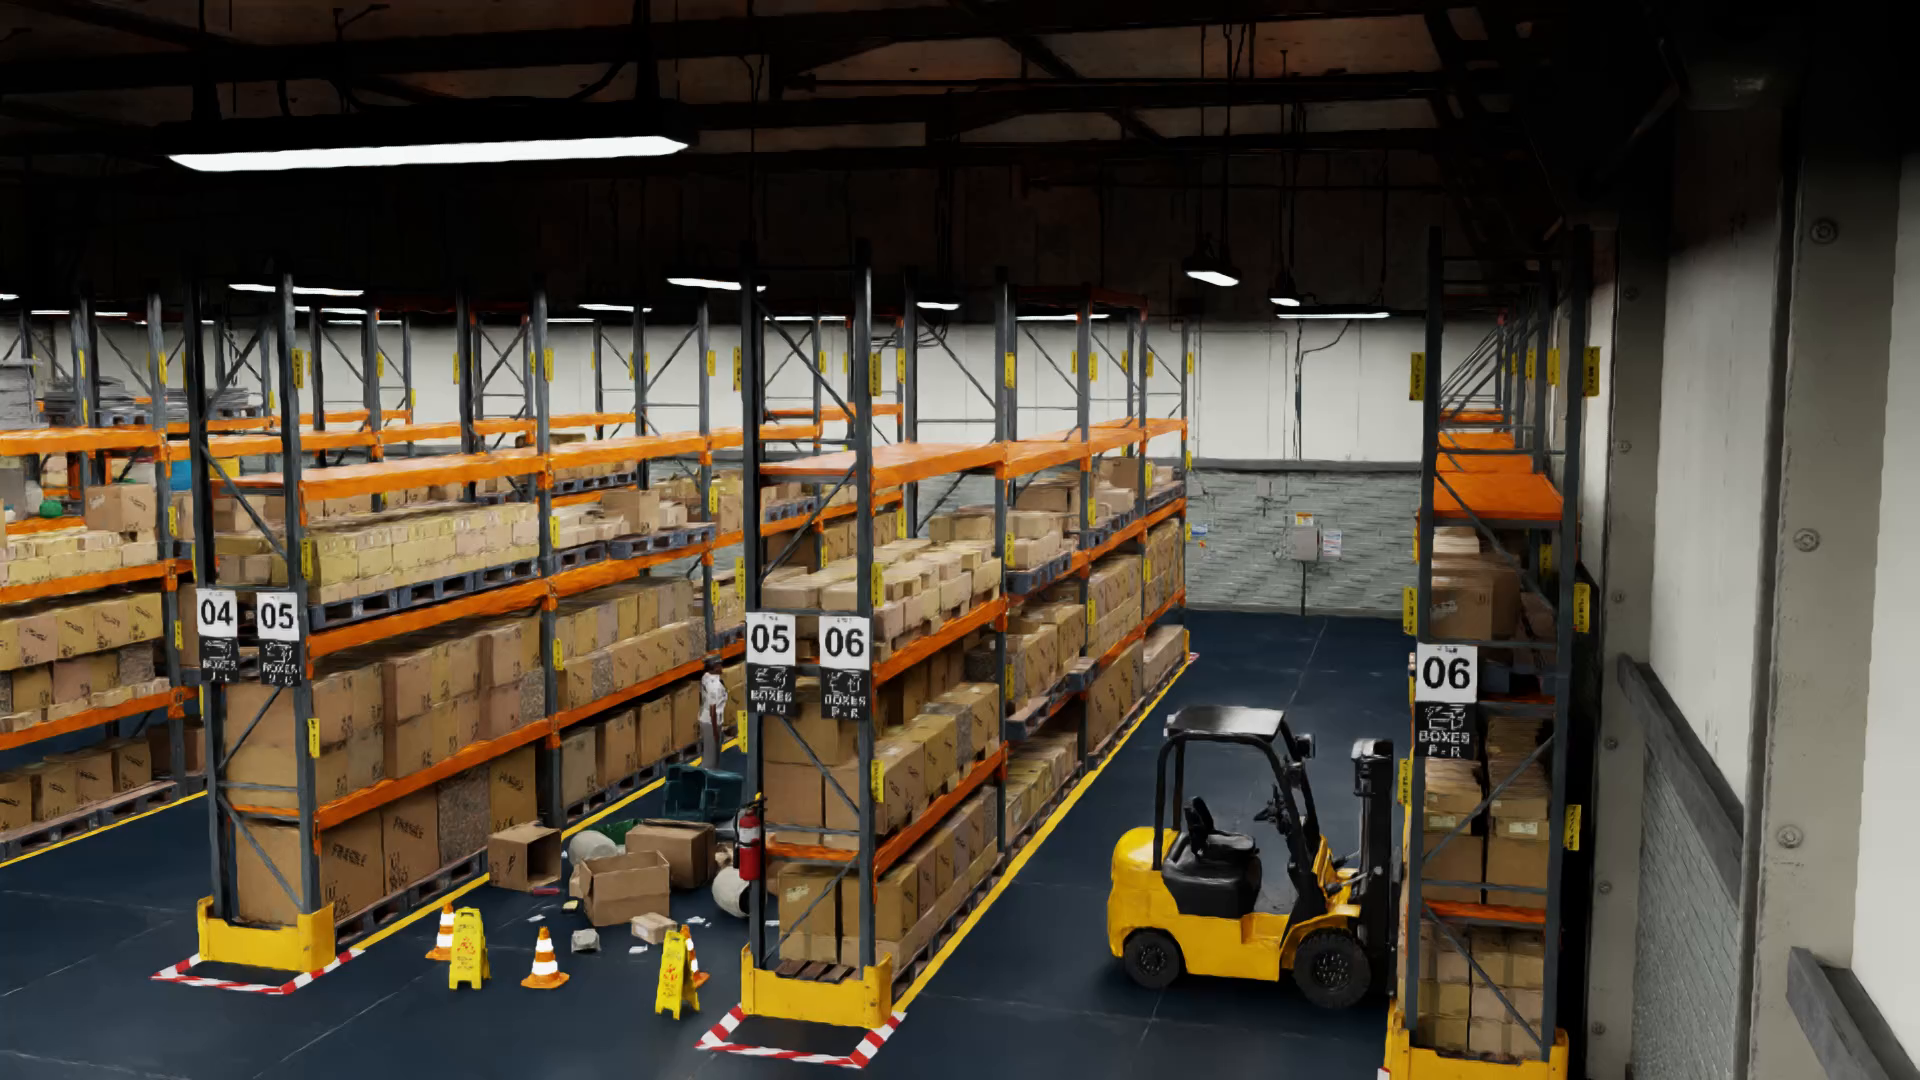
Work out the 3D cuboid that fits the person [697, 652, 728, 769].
[{"bbox_3d":[-2.852,2.151,19.421,0.438,1.682,0.553,-1,7,-12],"label":"person"}]
